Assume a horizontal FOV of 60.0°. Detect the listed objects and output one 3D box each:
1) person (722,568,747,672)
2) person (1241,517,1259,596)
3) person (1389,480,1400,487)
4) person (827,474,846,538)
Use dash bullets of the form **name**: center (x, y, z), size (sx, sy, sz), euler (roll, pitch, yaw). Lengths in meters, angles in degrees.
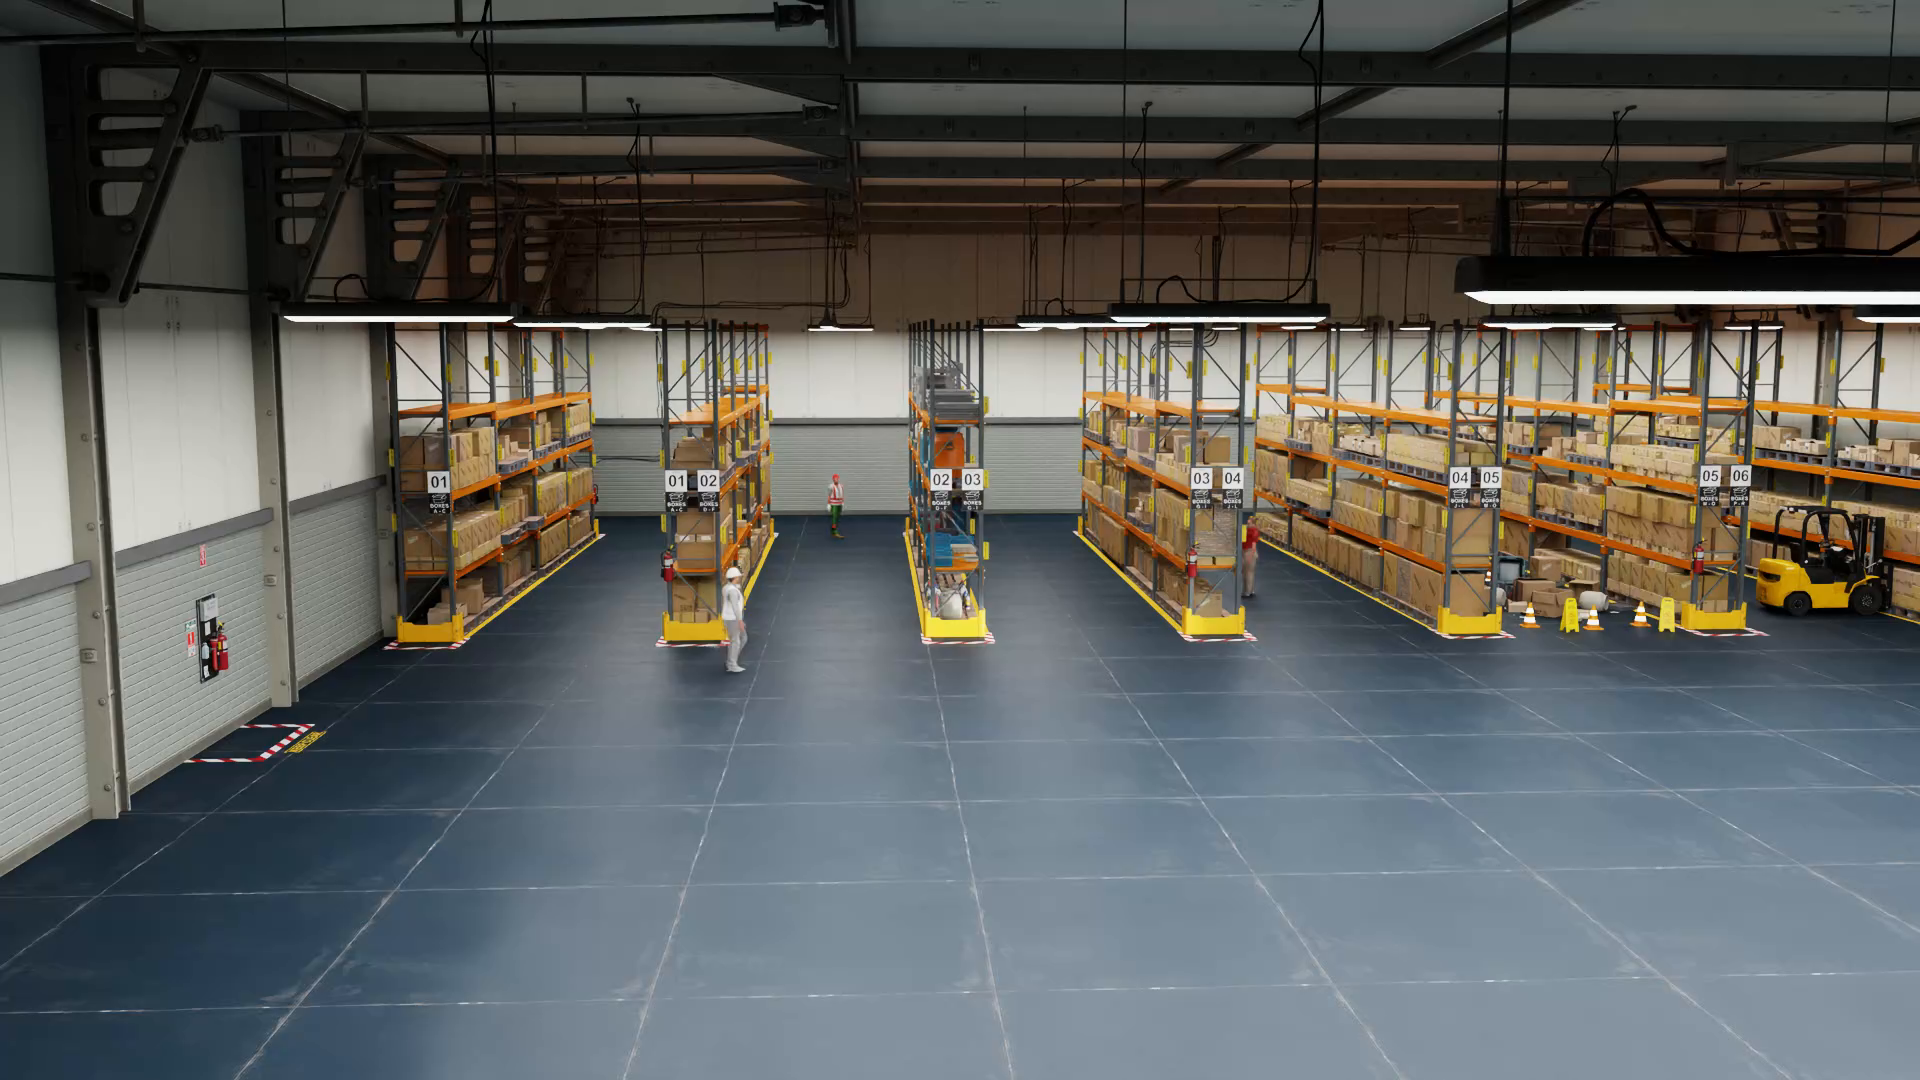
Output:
- **person**: center (-3.855, 1.362, 28.364), size (0.416, 1.793, 0.590), euler (0, 7, -3)
- **person**: center (6.316, 0.366, 36.517), size (0.454, 1.732, 0.590), euler (1, 7, 9)
- **person**: center (13.152, -1.321, 50.364), size (0.824, 1.611, 0.536), euler (-2, 7, -18)
- **person**: center (-3.445, -0.973, 47.067), size (0.575, 1.794, 0.566), euler (6, 9, 38)
